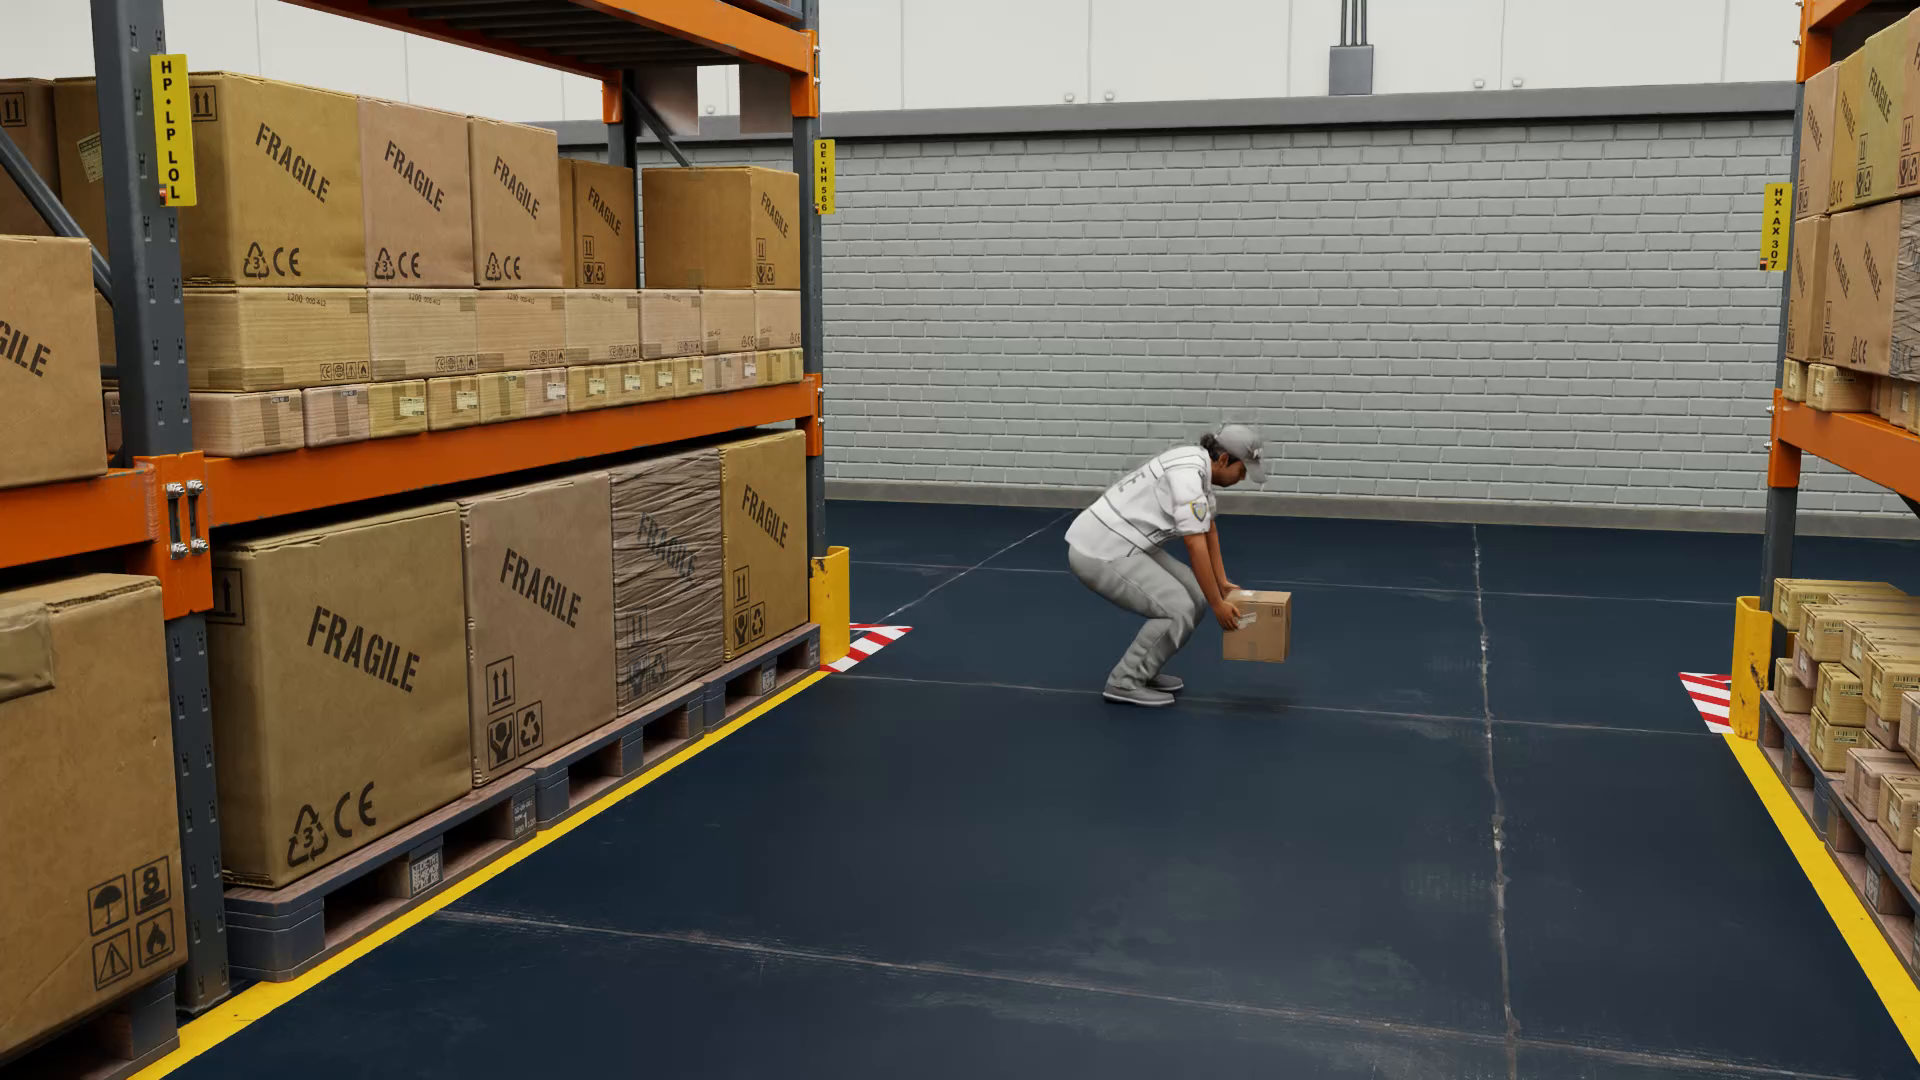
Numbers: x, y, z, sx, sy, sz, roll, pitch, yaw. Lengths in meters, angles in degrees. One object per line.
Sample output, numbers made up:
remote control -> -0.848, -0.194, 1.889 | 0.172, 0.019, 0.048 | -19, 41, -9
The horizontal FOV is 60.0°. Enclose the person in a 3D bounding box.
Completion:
person -> 0.860, 0.090, 6.974 | 0.817, 1.158, 0.540 | 2, 9, 16
